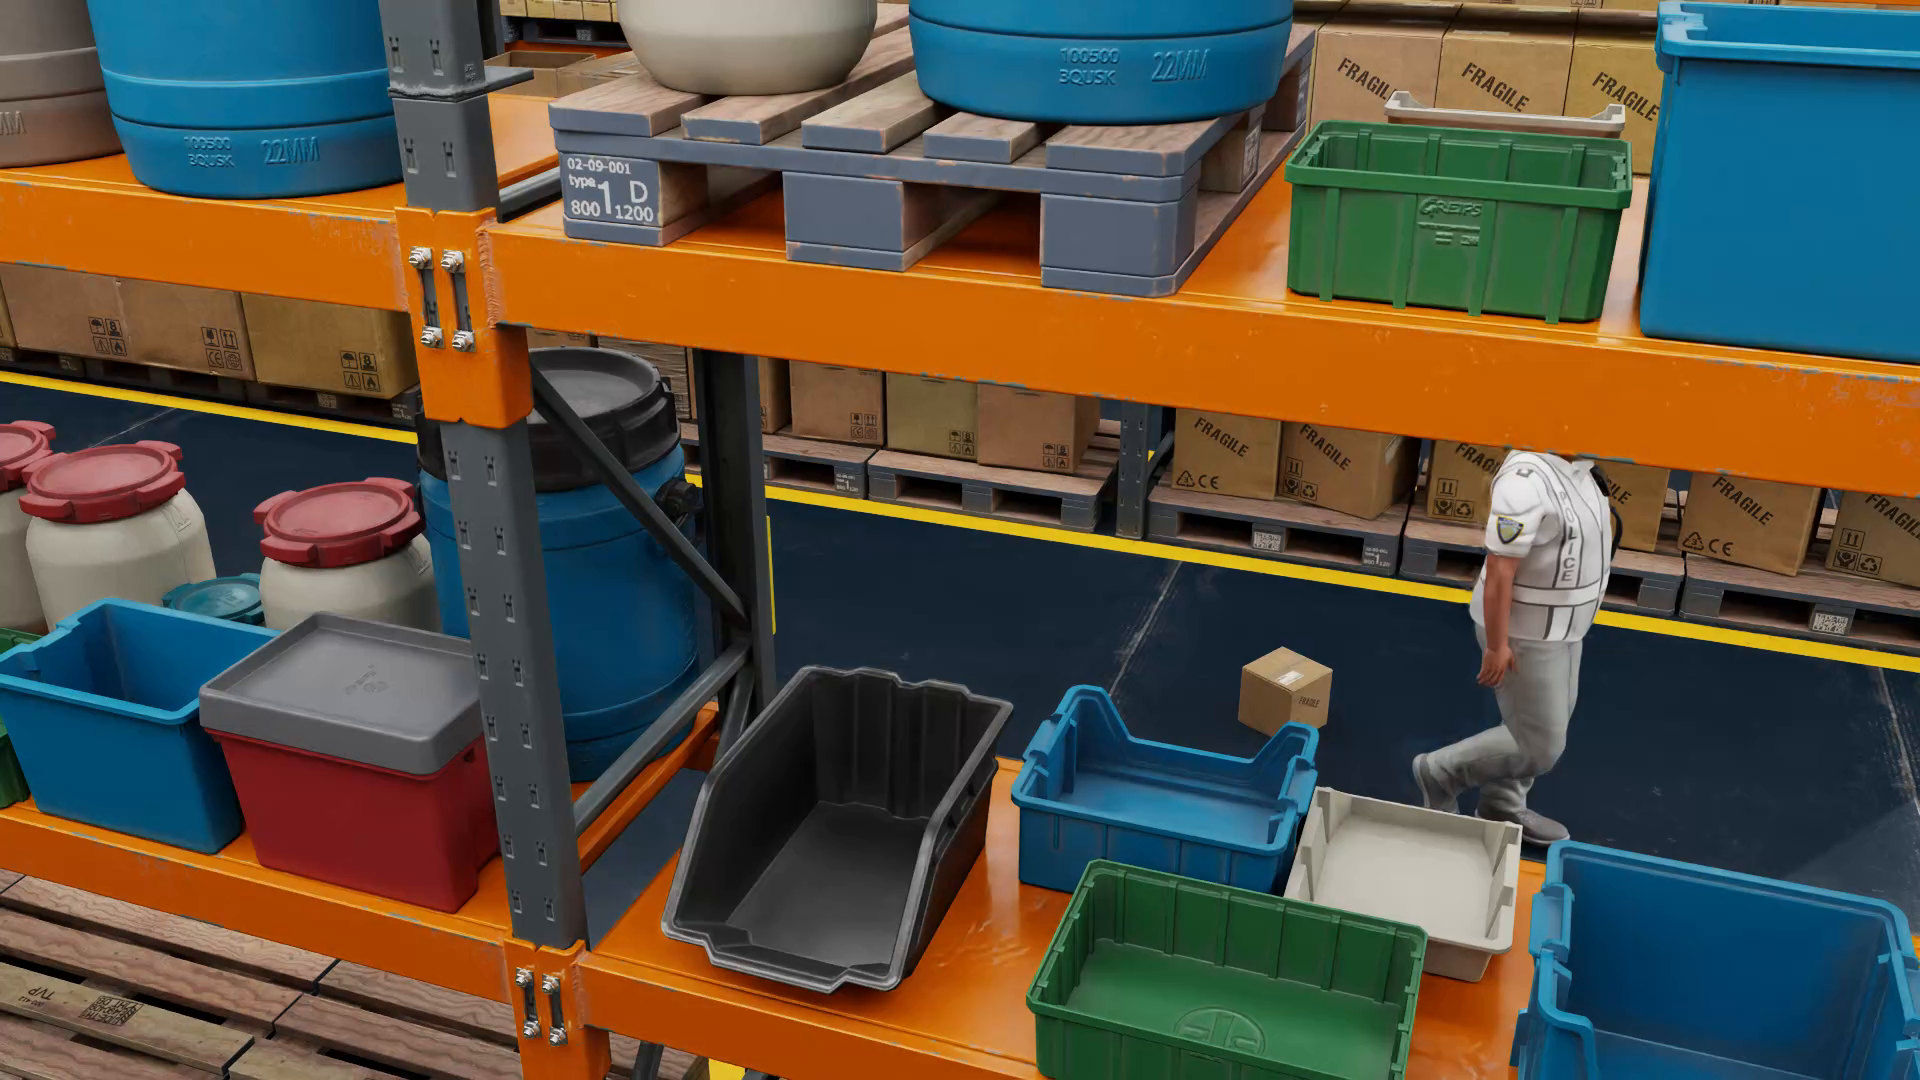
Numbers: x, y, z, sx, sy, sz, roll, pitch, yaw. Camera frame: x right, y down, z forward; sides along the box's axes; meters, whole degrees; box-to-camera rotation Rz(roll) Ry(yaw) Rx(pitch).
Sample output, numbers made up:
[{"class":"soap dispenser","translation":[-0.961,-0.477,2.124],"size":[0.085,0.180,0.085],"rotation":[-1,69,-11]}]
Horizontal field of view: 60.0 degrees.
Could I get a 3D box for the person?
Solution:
[{"class":"person","translation":[1.860,0.264,5.515],"size":[0.521,1.743,0.557],"rotation":[18,31,33]}]
